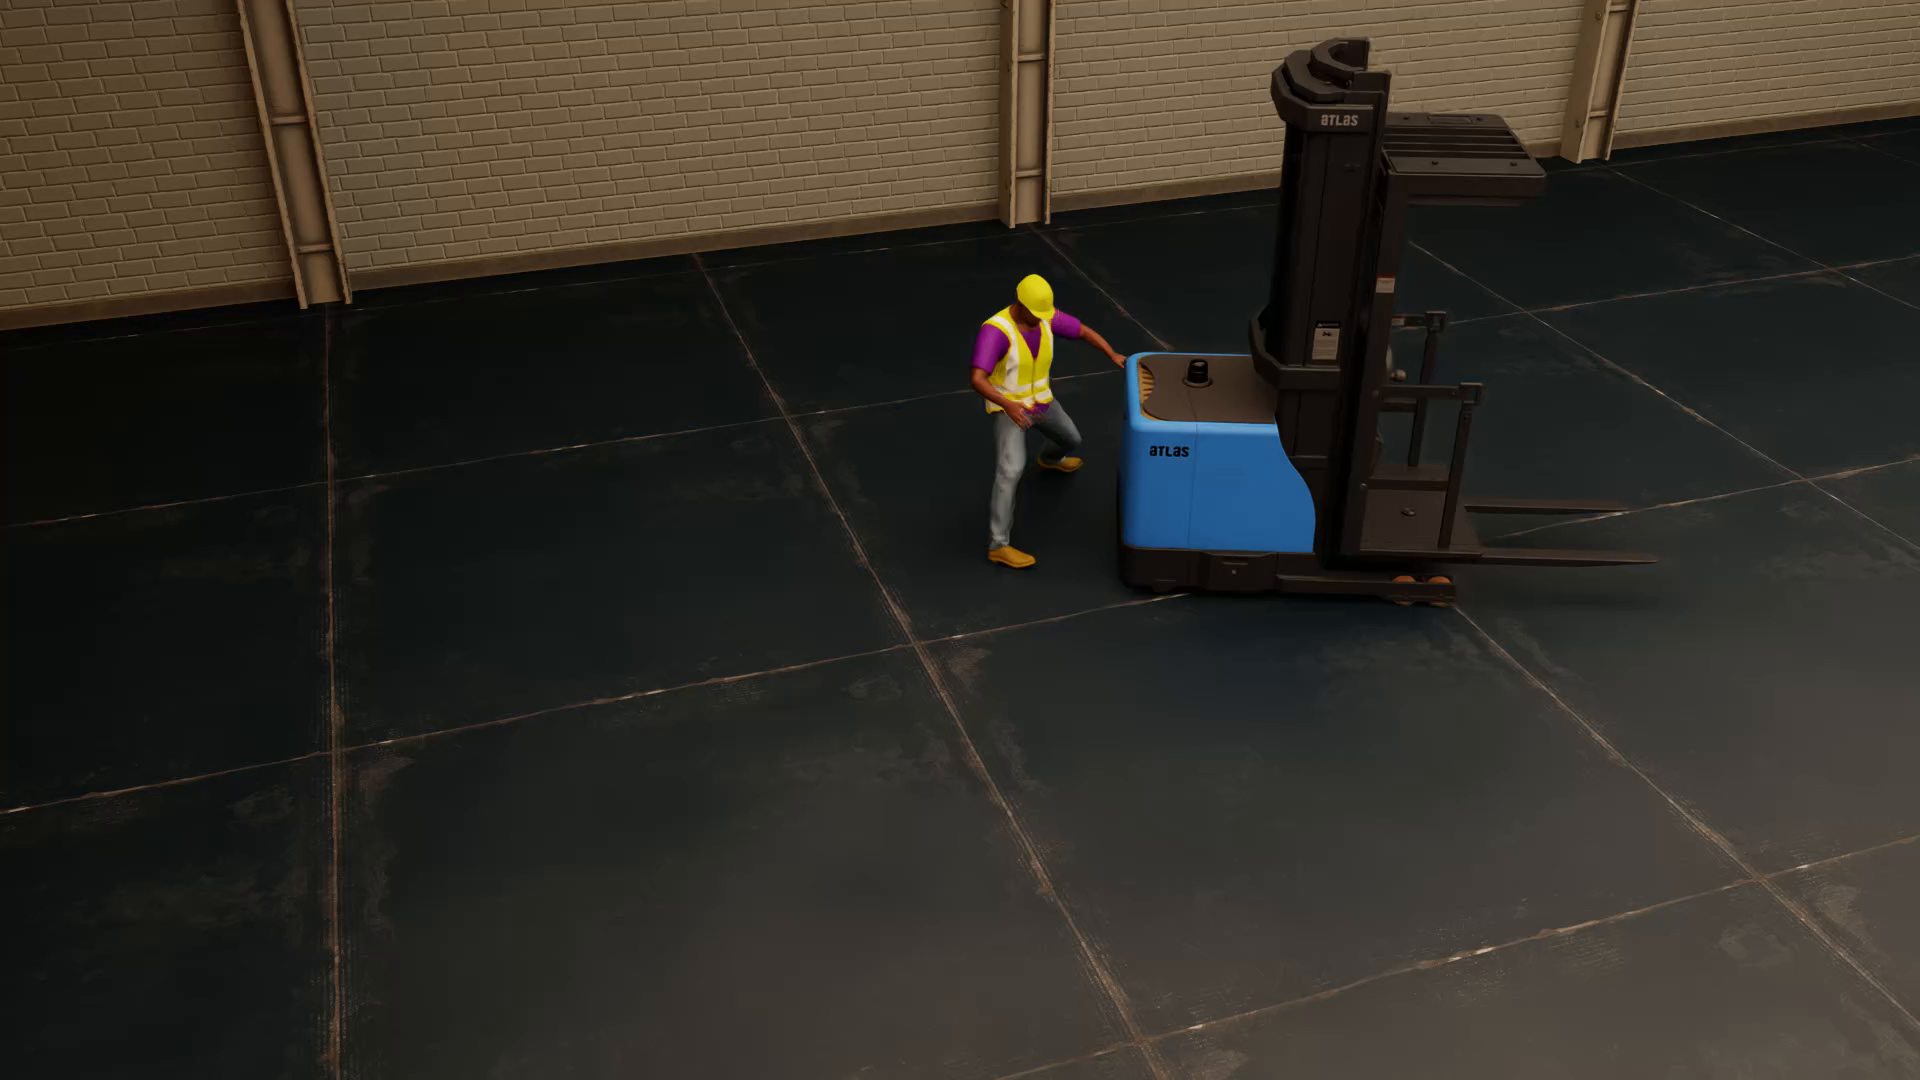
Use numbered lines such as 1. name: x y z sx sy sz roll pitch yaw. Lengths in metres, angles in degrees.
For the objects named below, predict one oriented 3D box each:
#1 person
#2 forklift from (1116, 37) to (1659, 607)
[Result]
1. person: 0.510 -0.832 9.904 1.258 1.562 0.935 -22 37 -34
2. forklift: 2.449 -1.170 9.121 3.031 2.935 1.130 2 30 3
